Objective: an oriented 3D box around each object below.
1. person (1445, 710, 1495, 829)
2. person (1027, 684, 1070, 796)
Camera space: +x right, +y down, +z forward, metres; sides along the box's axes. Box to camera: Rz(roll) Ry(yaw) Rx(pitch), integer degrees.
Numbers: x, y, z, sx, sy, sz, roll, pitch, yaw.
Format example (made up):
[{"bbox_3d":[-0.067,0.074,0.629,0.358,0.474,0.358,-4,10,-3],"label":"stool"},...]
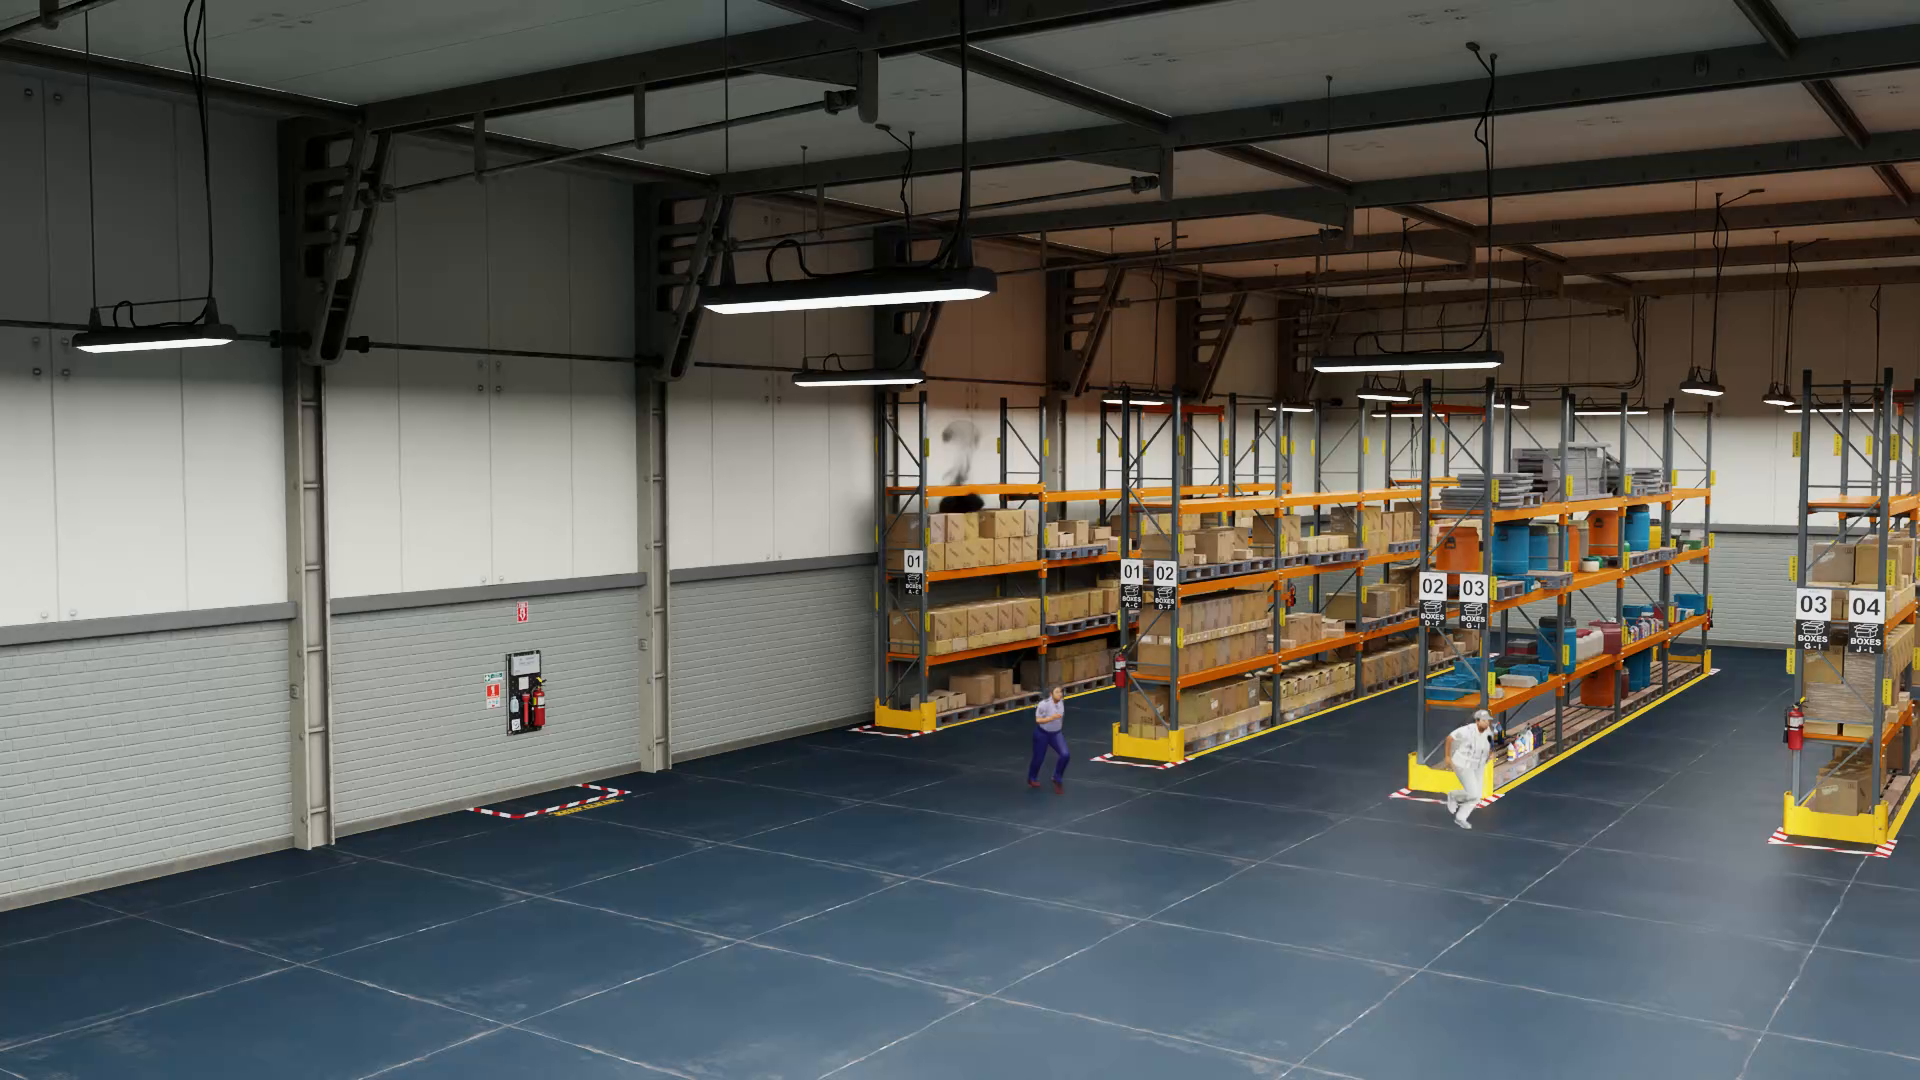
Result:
[{"bbox_3d":[6.736,3.009,21.871,0.594,1.595,0.679,-2,4,-30],"label":"person"},{"bbox_3d":[1.265,2.865,24.030,0.589,1.625,0.892,-2,4,-29],"label":"person"}]
